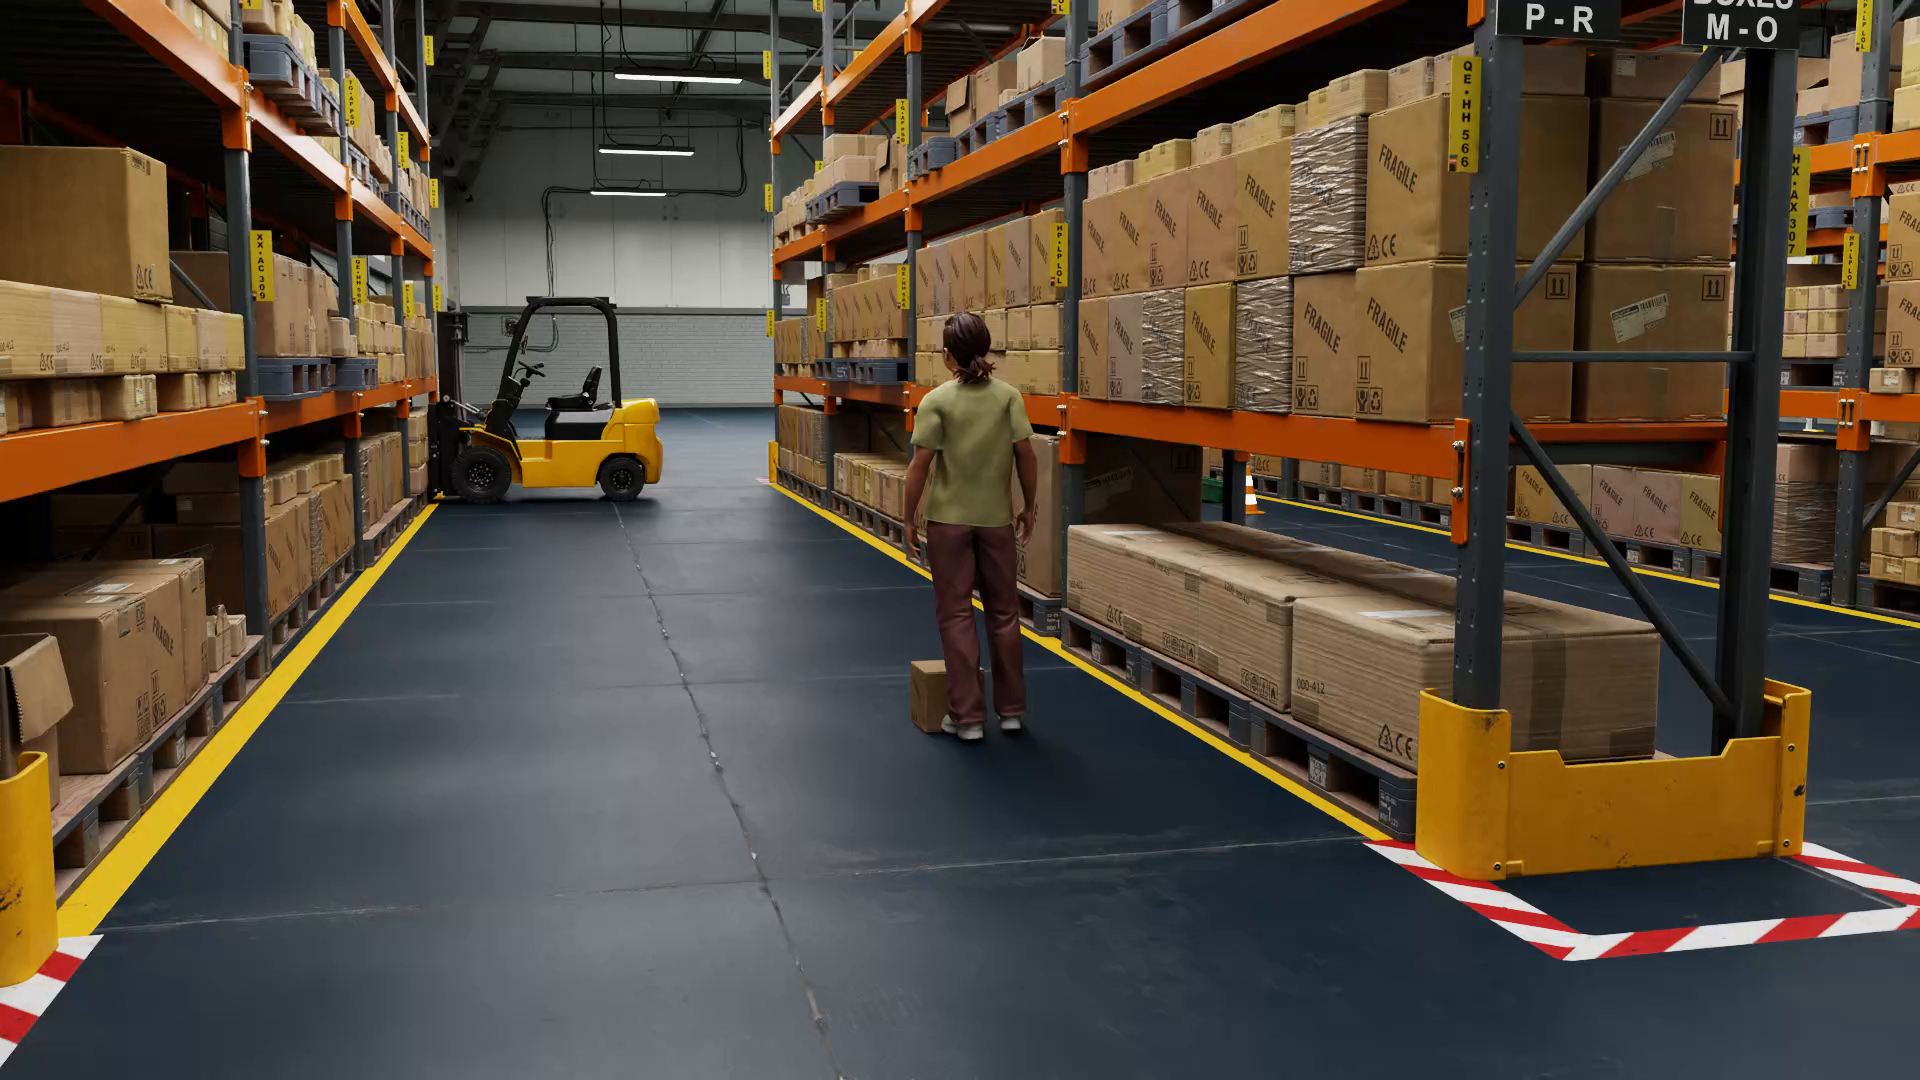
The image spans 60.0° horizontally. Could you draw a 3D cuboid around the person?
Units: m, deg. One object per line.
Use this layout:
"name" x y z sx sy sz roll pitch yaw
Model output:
"person" 0.031 -0.055 6.567 0.553 1.675 0.549 -2 6 -14
